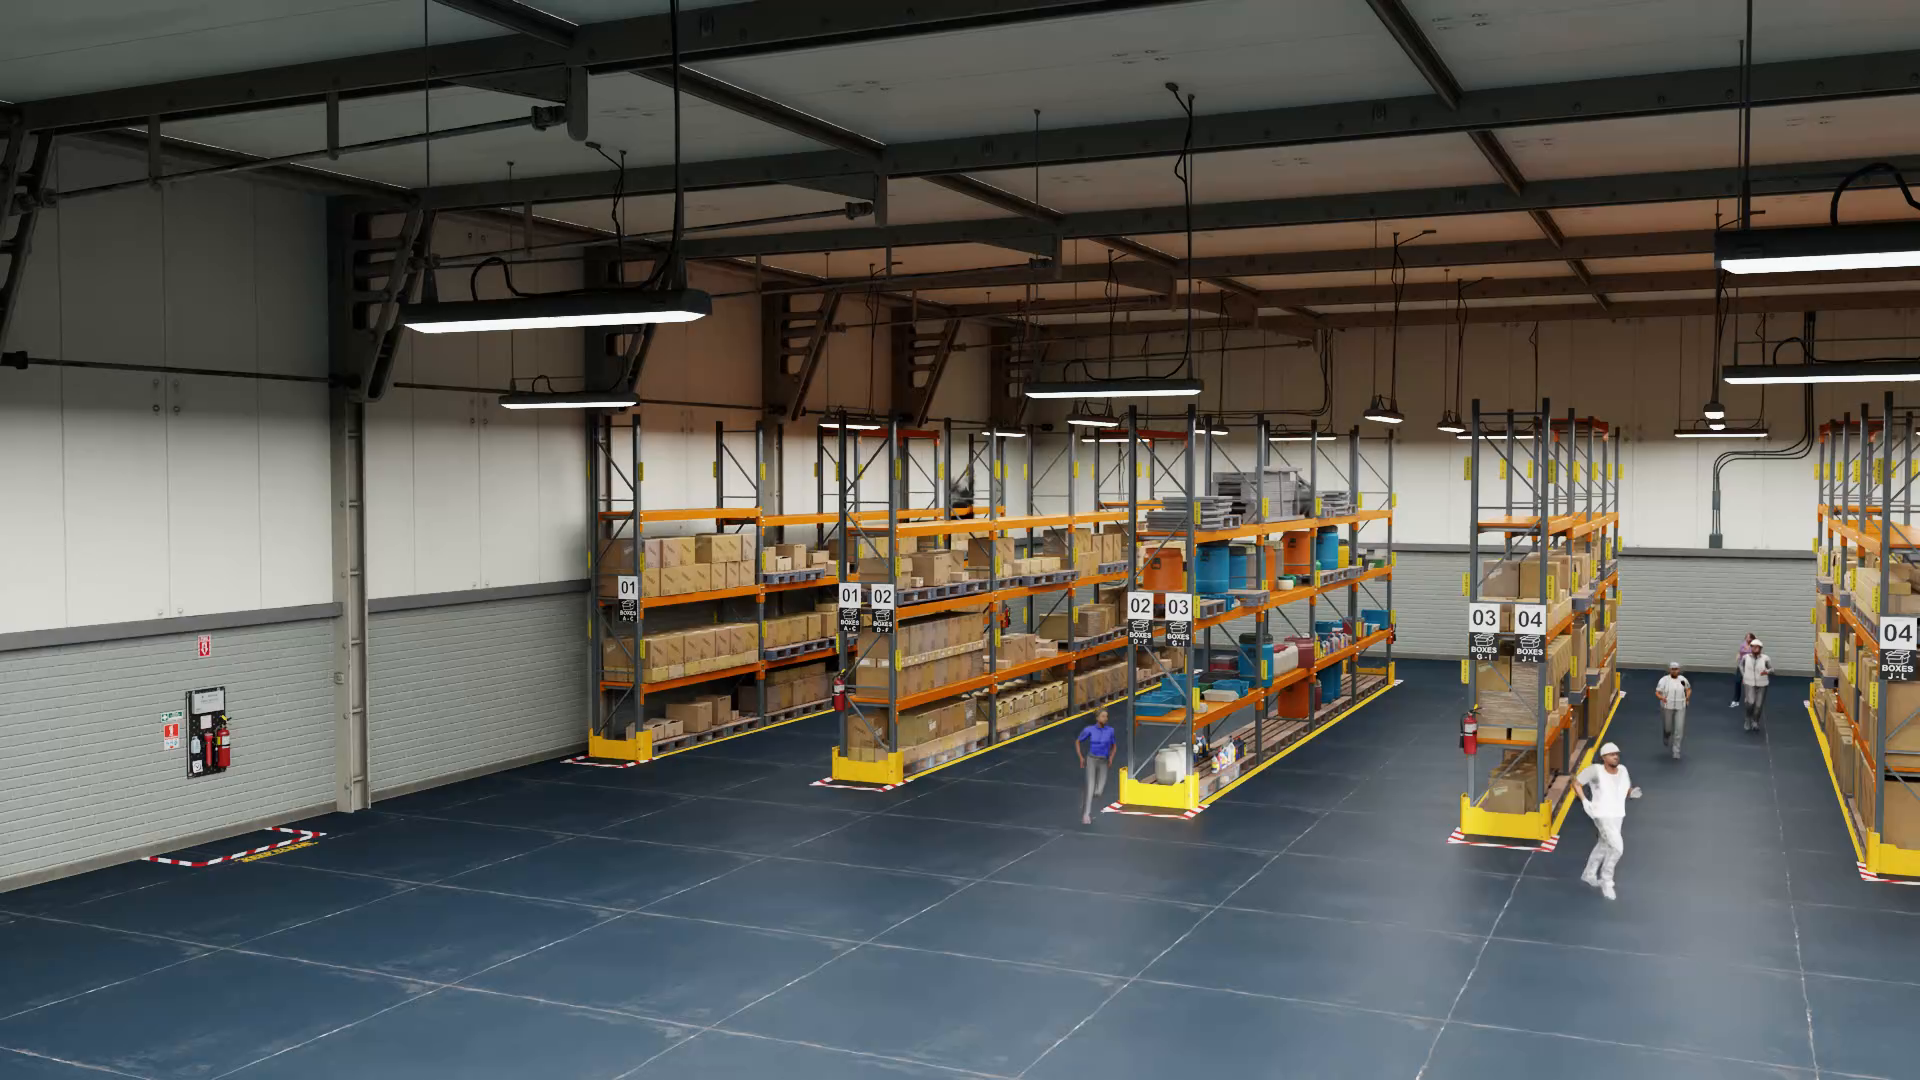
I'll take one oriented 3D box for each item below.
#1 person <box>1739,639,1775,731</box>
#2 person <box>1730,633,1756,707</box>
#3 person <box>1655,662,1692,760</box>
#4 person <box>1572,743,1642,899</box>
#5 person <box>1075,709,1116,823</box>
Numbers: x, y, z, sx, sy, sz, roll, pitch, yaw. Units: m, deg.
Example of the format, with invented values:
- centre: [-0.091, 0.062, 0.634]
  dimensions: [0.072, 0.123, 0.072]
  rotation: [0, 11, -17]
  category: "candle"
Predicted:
- centre: [15.364, 2.812, 32.080]
  dimensions: [0.631, 1.788, 0.704]
  rotation: [1, 3, 26]
  category: "person"
- centre: [16.813, 2.769, 35.435]
  dimensions: [0.820, 1.589, 0.577]
  rotation: [-2, 3, -38]
  category: "person"
- centre: [12.564, 2.978, 29.269]
  dimensions: [0.607, 1.658, 0.818]
  rotation: [1, 2, 17]
  category: "person"
- centre: [7.698, 3.316, 19.707]
  dimensions: [0.644, 1.844, 0.762]
  rotation: [-1, 3, -25]
  category: "person"
- centre: [1.965, 3.234, 23.981]
  dimensions: [0.618, 1.619, 0.605]
  rotation: [0, 2, -11]
  category: "person"
